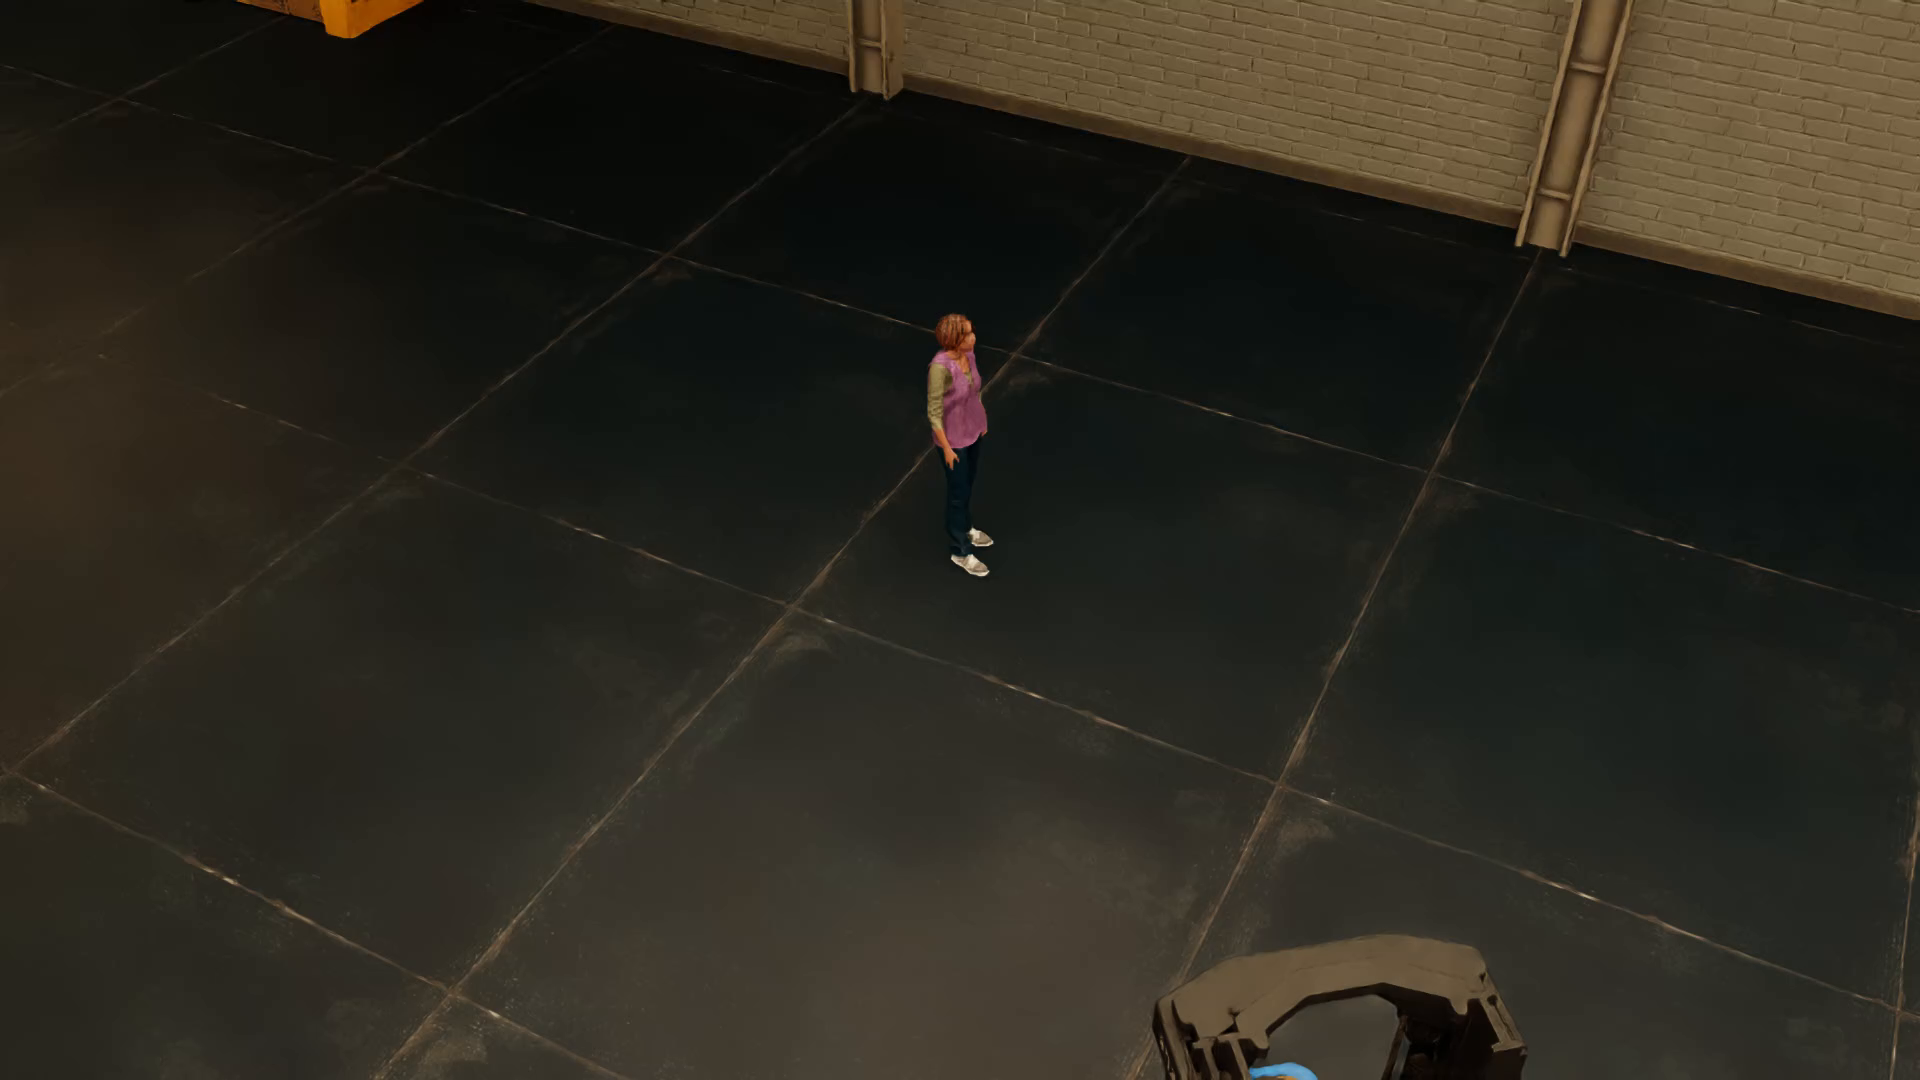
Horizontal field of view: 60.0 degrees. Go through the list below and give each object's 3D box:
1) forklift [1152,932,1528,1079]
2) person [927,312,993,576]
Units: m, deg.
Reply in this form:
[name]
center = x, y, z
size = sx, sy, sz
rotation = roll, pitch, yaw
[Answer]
[forklift]
center = 1.115, 2.654, 4.836
size = 1.130, 2.935, 3.031
rotation = -7, 41, -8
[person]
center = 0.059, -0.586, 9.707
size = 0.474, 1.597, 0.520
rotation = 18, 43, 21
